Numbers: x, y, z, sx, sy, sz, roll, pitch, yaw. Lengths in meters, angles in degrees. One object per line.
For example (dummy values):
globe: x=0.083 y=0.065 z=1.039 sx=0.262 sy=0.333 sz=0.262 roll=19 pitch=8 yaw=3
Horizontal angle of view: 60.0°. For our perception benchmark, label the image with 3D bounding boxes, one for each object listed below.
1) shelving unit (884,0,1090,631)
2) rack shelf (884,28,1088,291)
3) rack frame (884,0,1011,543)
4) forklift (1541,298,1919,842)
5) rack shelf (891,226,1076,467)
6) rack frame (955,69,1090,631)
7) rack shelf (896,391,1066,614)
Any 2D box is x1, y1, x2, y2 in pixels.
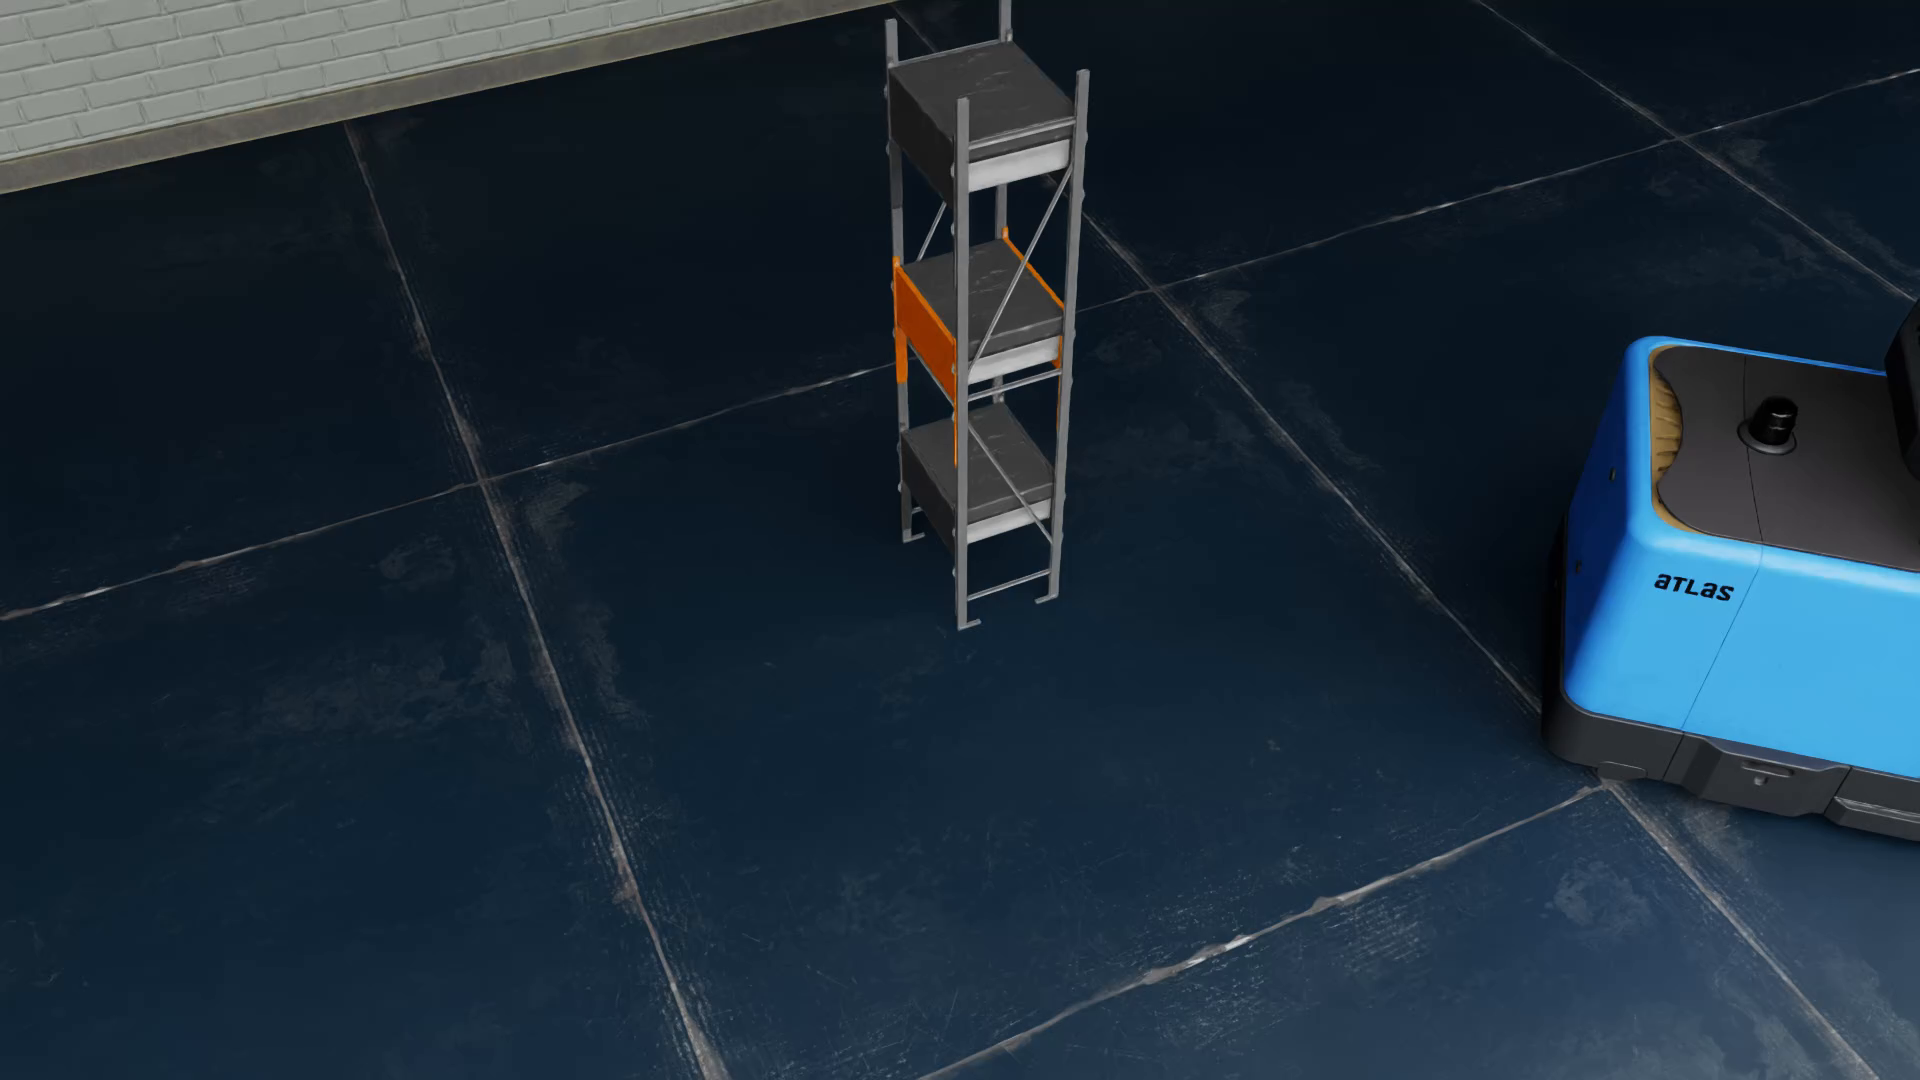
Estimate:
shelving unit: x=0.070 y=-0.642 z=5.406 sx=0.431 sy=2.100 sz=0.503 roll=-18 pitch=47 yaw=-17
rack shelf: x=0.070 y=-1.130 z=4.924 sx=0.431 sy=0.518 sz=0.480 roll=-18 pitch=47 yaw=-17
rack frame: x=-0.033 y=-0.797 z=5.563 sx=0.400 sy=2.100 sz=0.015 roll=-18 pitch=47 yaw=-17
forklift: x=3.495 y=-0.354 z=4.522 sx=3.031 sy=2.935 sz=1.130 roll=11 pitch=46 yaw=11
rack shelf: x=0.070 y=-0.632 z=5.415 sx=0.431 sy=0.518 sz=0.480 roll=-18 pitch=47 yaw=-17
rack frame: x=0.172 y=-0.486 z=5.248 sx=0.400 sy=2.100 sz=0.015 roll=-18 pitch=47 yaw=-17
rack shelf: x=0.070 y=-0.134 z=5.907 sx=0.431 sy=0.518 sz=0.480 roll=-18 pitch=47 yaw=-17
